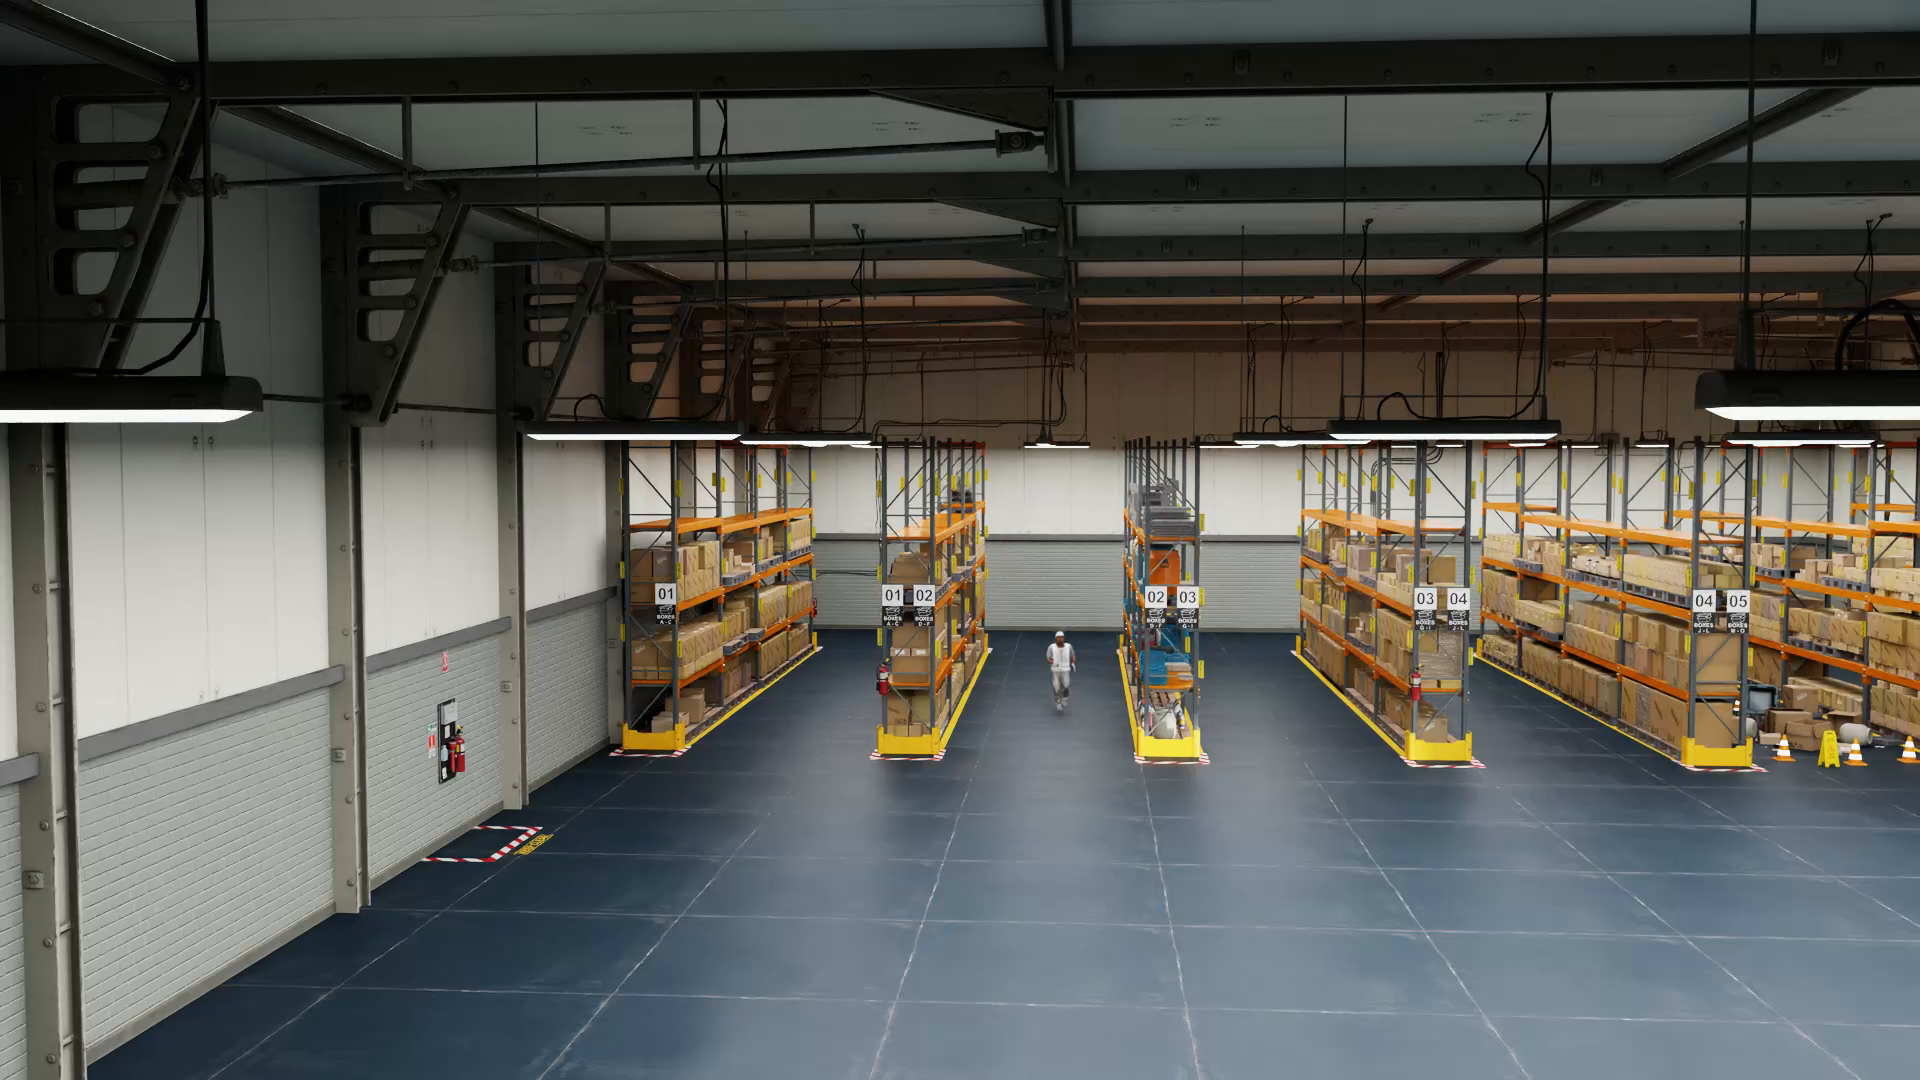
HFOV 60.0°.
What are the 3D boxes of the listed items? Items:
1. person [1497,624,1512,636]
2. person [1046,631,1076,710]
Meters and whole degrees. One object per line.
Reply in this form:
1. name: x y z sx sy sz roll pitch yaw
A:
1. person: 15.598 2.336 47.440 0.657 1.672 0.664 2 4 36
2. person: 2.226 2.887 36.603 0.673 1.739 0.602 0 3 -1
